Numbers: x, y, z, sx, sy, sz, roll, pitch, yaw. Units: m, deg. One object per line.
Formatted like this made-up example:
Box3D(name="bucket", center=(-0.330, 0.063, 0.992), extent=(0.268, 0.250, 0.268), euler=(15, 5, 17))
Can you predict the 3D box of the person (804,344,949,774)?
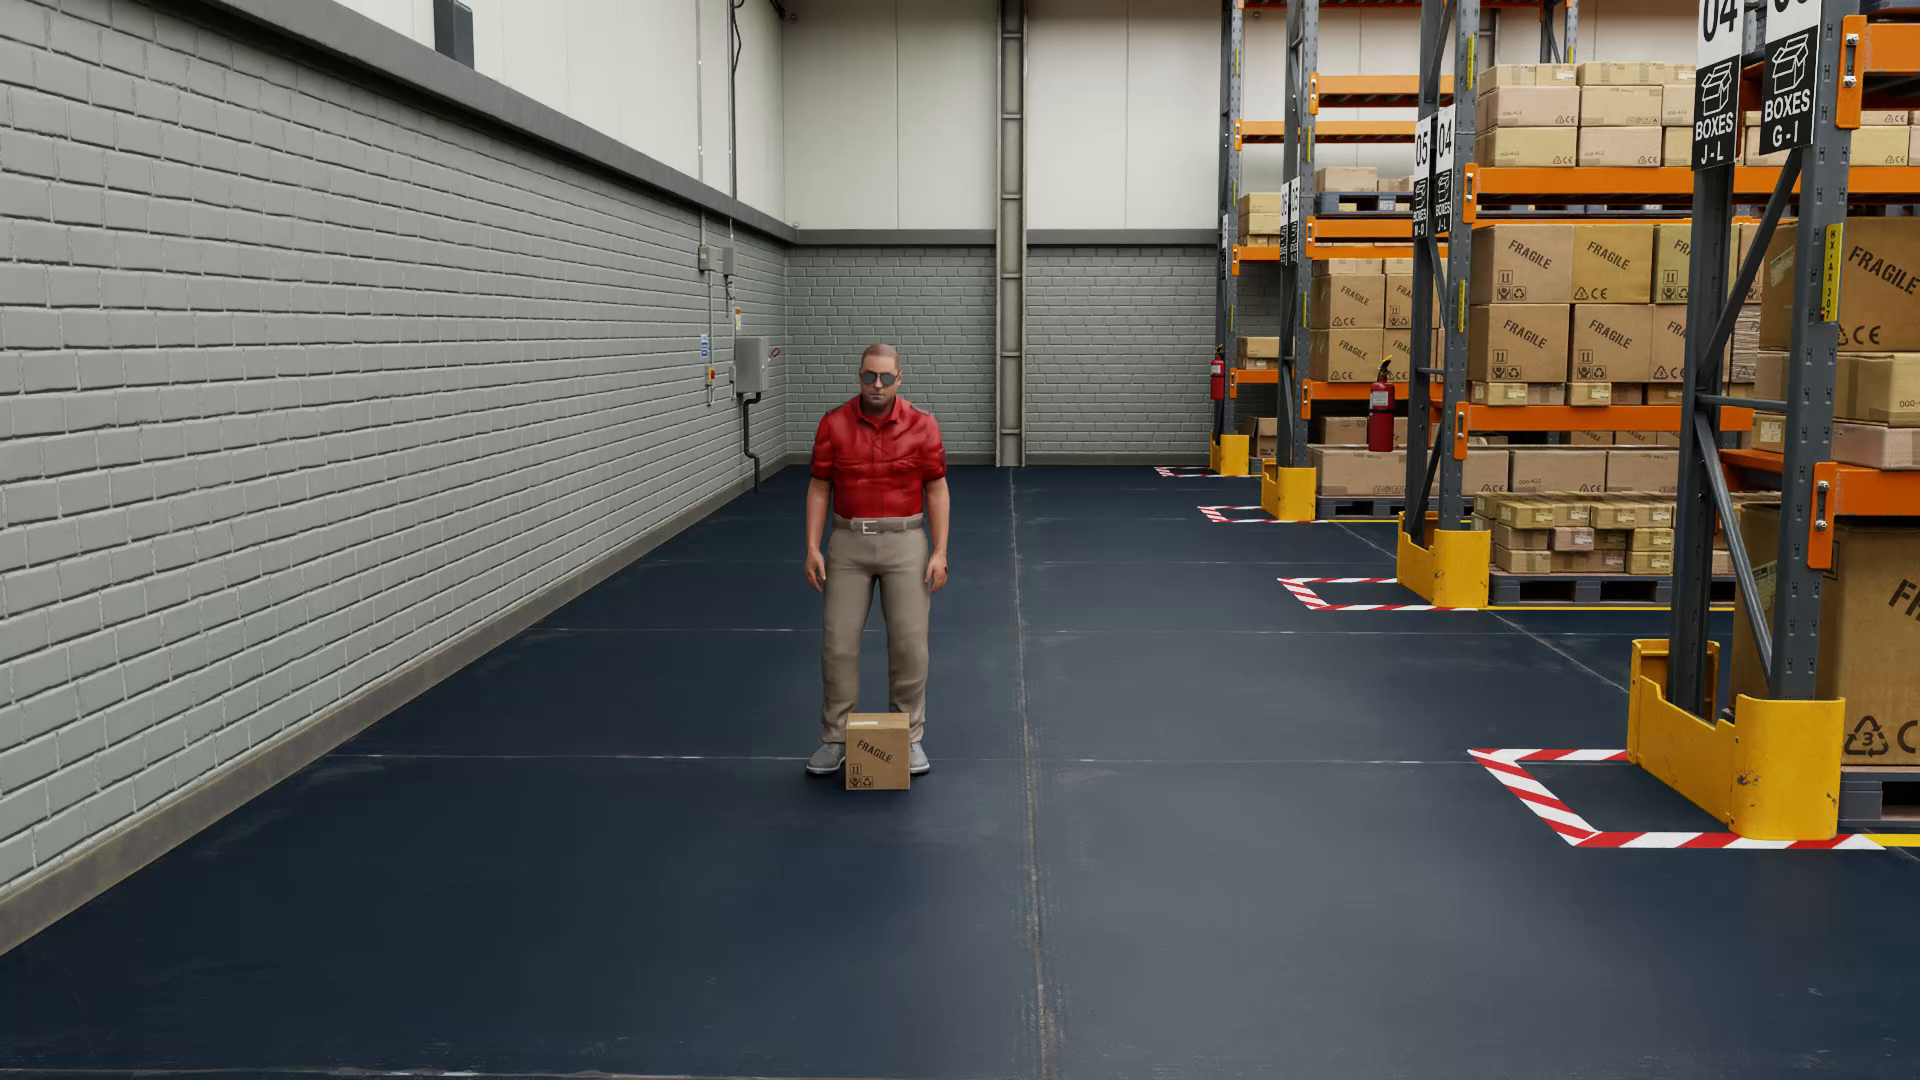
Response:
Box3D(name="person", center=(-0.337, 0.071, 6.754), extent=(0.586, 1.727, 0.395), euler=(0, 7, 2))
